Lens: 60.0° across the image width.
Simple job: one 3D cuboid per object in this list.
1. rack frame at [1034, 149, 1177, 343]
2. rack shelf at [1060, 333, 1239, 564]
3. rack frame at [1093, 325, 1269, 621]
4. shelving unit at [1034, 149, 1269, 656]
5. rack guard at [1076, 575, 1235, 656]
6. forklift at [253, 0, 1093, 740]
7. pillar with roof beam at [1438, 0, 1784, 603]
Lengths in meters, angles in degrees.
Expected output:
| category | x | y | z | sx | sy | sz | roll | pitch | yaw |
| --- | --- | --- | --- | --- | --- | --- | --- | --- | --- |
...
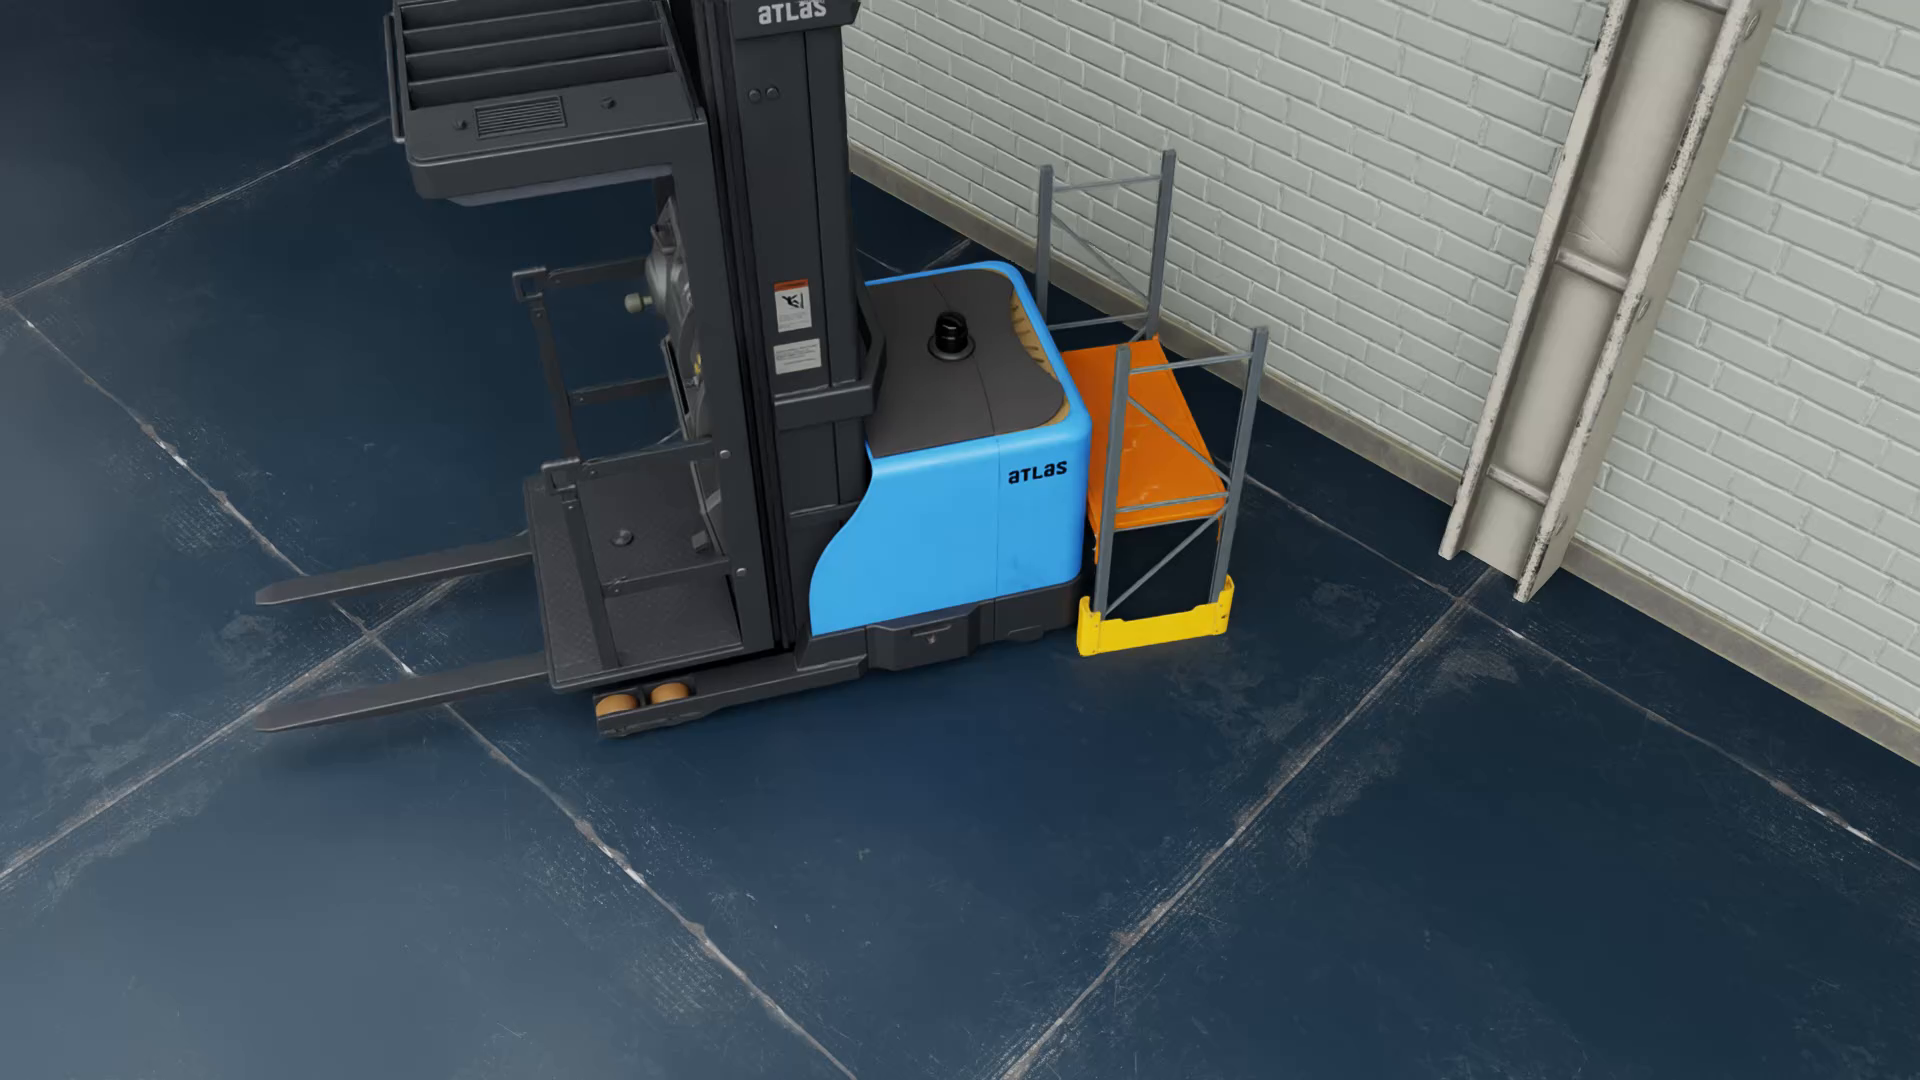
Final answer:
| category | x | y | z | sx | sy | sz | roll | pitch | yaw |
| --- | --- | --- | --- | --- | --- | --- | --- | --- | --- |
| rack frame | 0.534 | -0.854 | 6.523 | 0.500 | 1.500 | 0.032 | -9 | 47 | -8 |
| rack shelf | 0.638 | -0.369 | 6.314 | 0.538 | 0.185 | 1.000 | -9 | 47 | -8 |
| rack frame | 0.743 | -0.129 | 5.842 | 0.500 | 1.500 | 0.032 | -9 | 47 | -8 |
| shelving unit | 0.637 | -0.498 | 6.189 | 0.587 | 1.500 | 1.083 | -9 | 47 | -8 |
| rack guard | 0.739 | 0.285 | 6.311 | 0.587 | 0.250 | 0.087 | -9 | 47 | -8 |
| forklift | -1.105 | -0.715 | 5.410 | 3.031 | 2.935 | 1.130 | -11 | 48 | -11 |
| pillar with roof beam | -0.747 | -0.704 | 1.238 | 0.400 | 9.000 | 9.100 | 34 | 55 | 28 |
